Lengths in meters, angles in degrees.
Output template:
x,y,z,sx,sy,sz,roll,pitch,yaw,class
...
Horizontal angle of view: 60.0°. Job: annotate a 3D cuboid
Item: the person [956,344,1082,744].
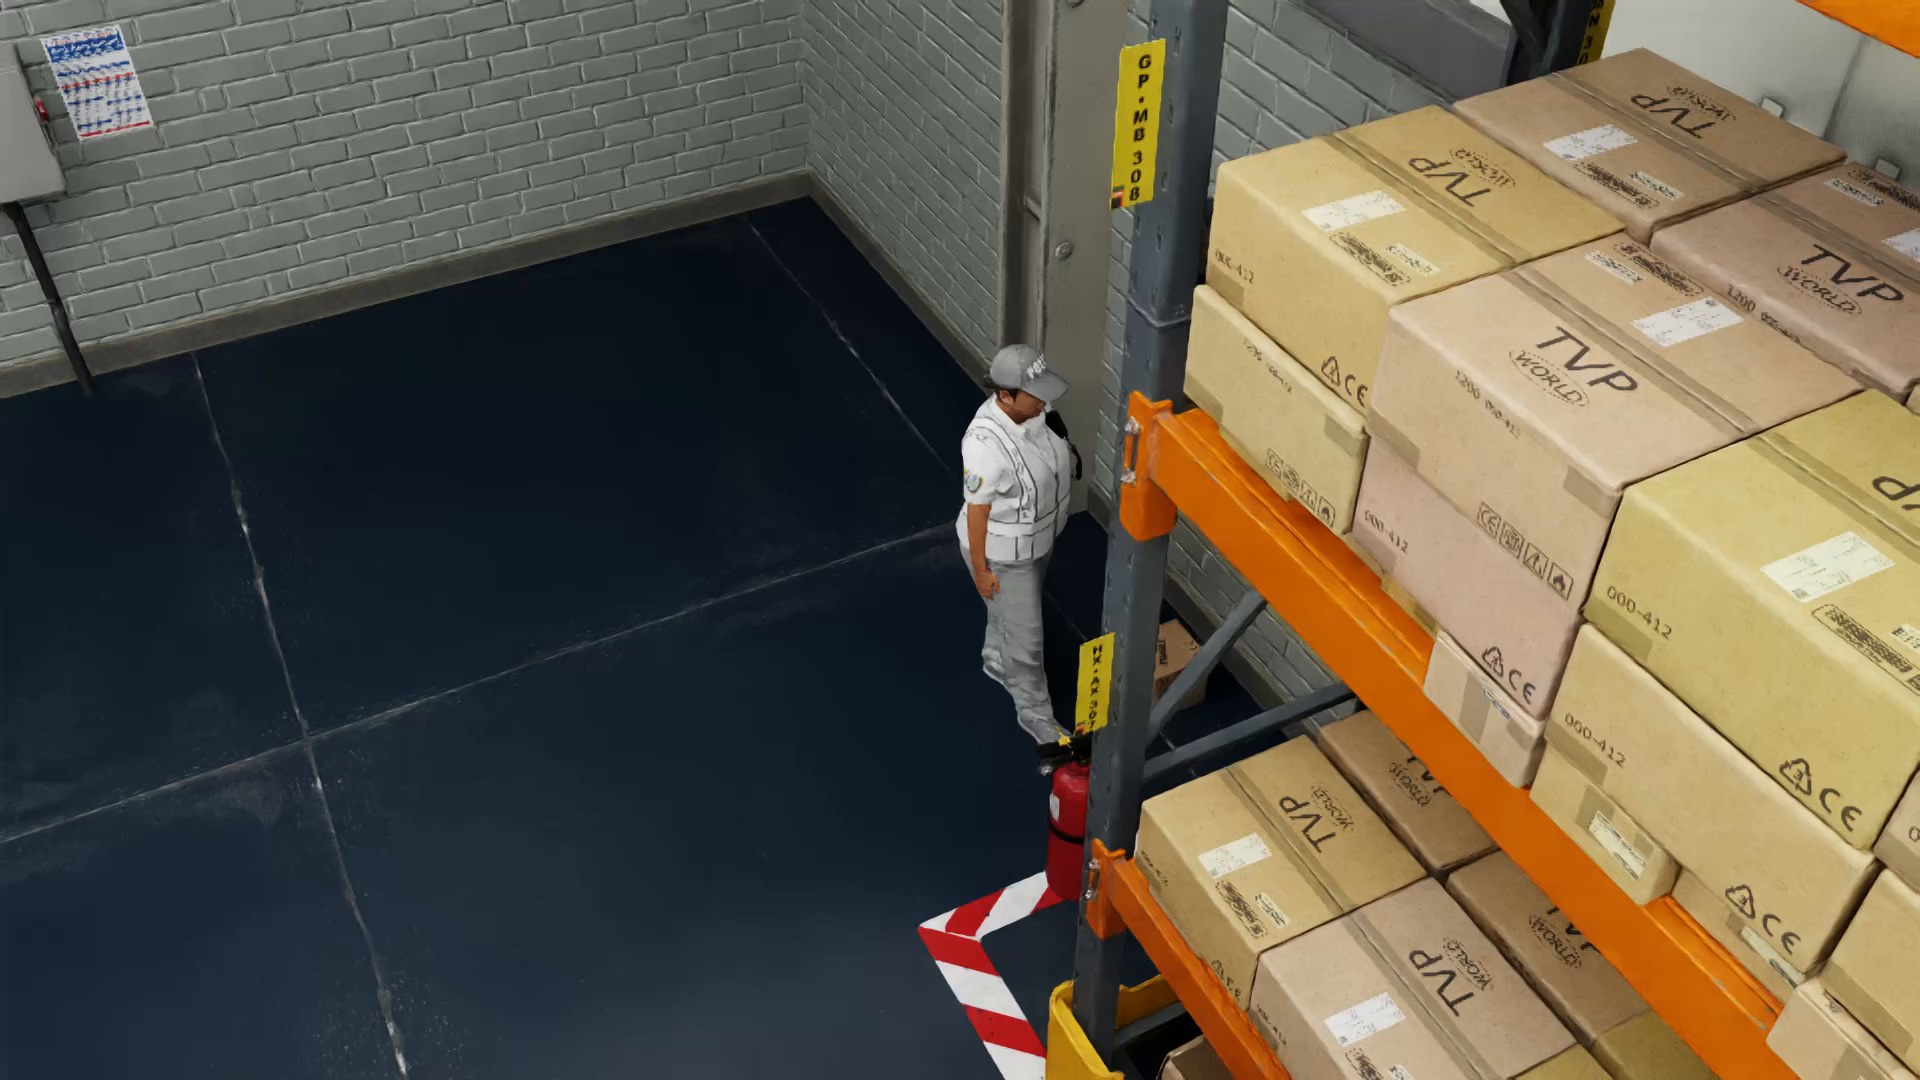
x,y,z,sx,sy,sz,roll,pitch,yaw,class
0.290,0.016,6.125,0.600,1.656,0.493,21,46,22,person
